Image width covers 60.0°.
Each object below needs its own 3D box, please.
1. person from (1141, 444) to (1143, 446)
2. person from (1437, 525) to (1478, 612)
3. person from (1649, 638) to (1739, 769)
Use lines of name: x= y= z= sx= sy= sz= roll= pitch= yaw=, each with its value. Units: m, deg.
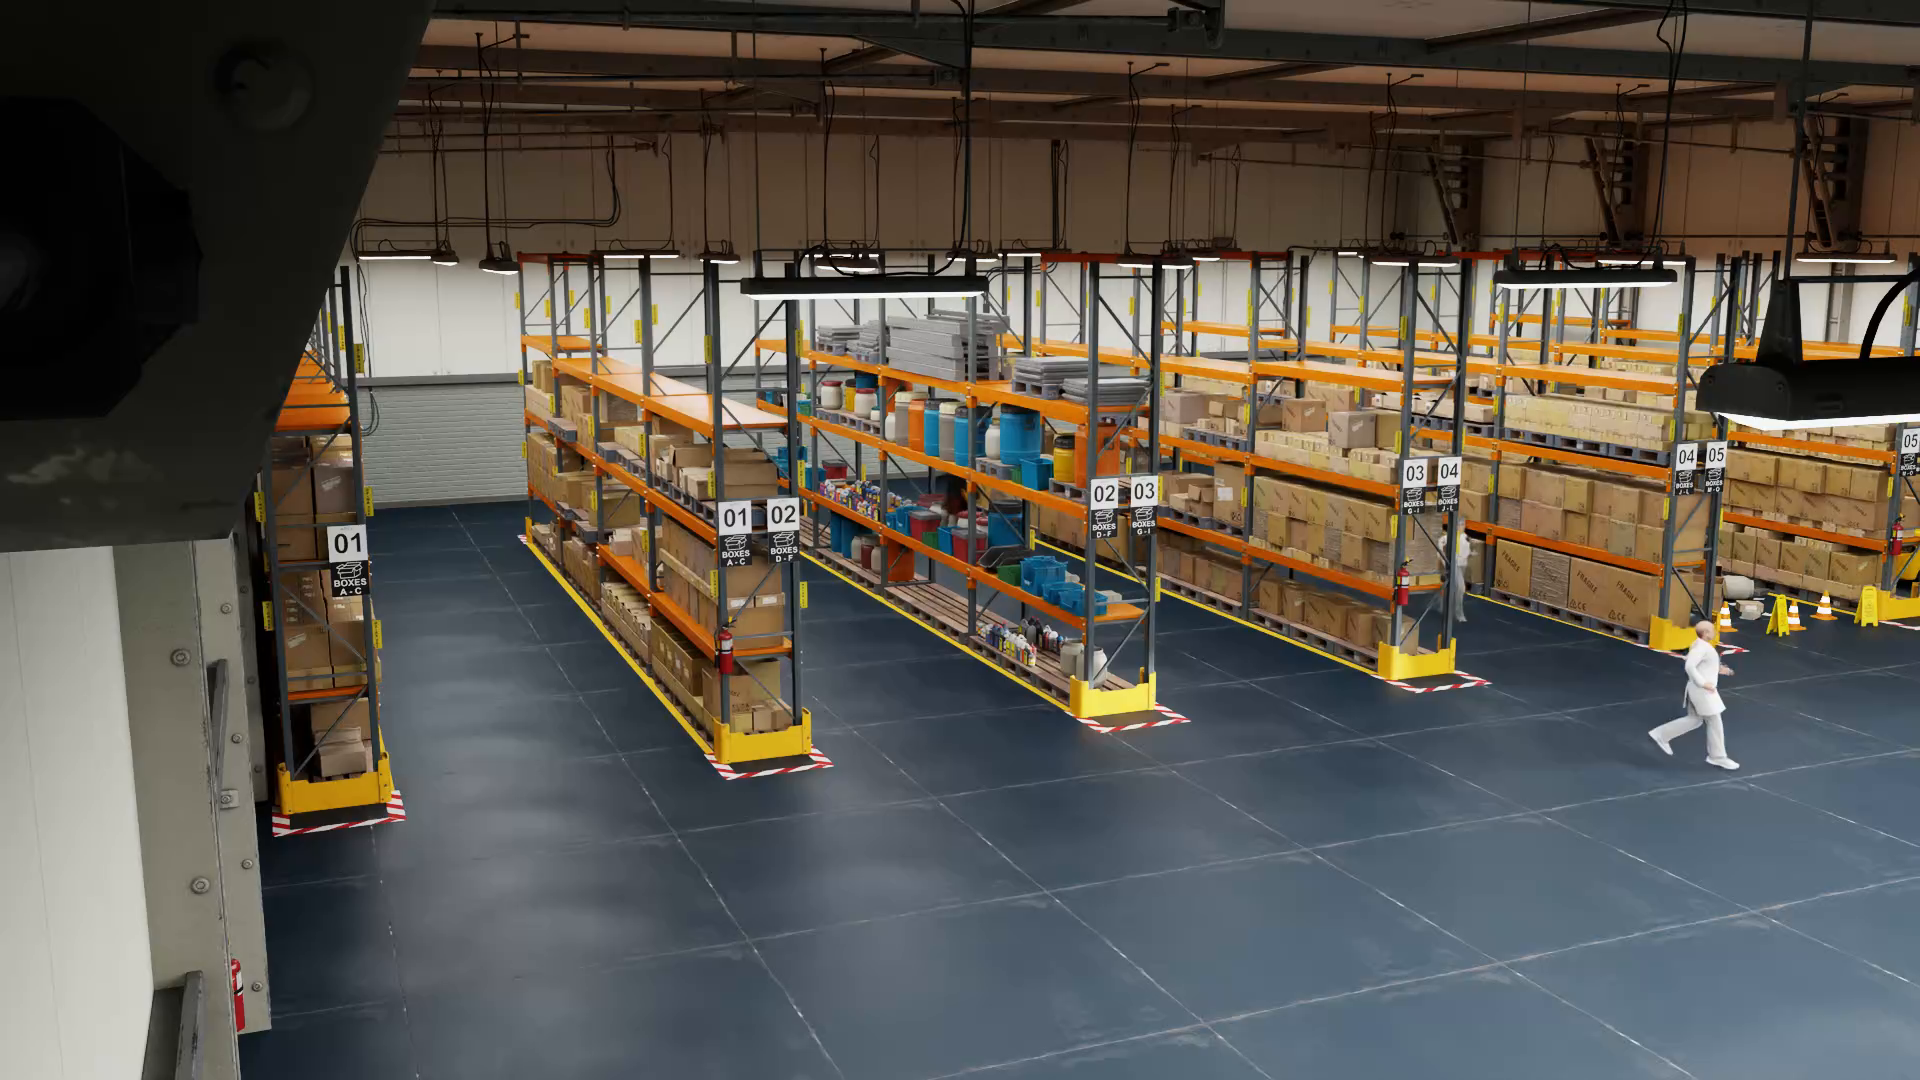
person: x=4.113 y=-1.430 z=38.498 sx=0.460 sy=1.627 sz=0.729 roll=-3 pitch=11 yaw=-16
person: x=8.287 y=0.410 z=27.763 sx=0.595 sy=1.541 sz=0.736 roll=-8 pitch=13 yaw=-38
person: x=8.917 y=1.951 z=20.020 sx=0.971 sy=1.581 sz=0.710 roll=2 pitch=11 yaw=11
